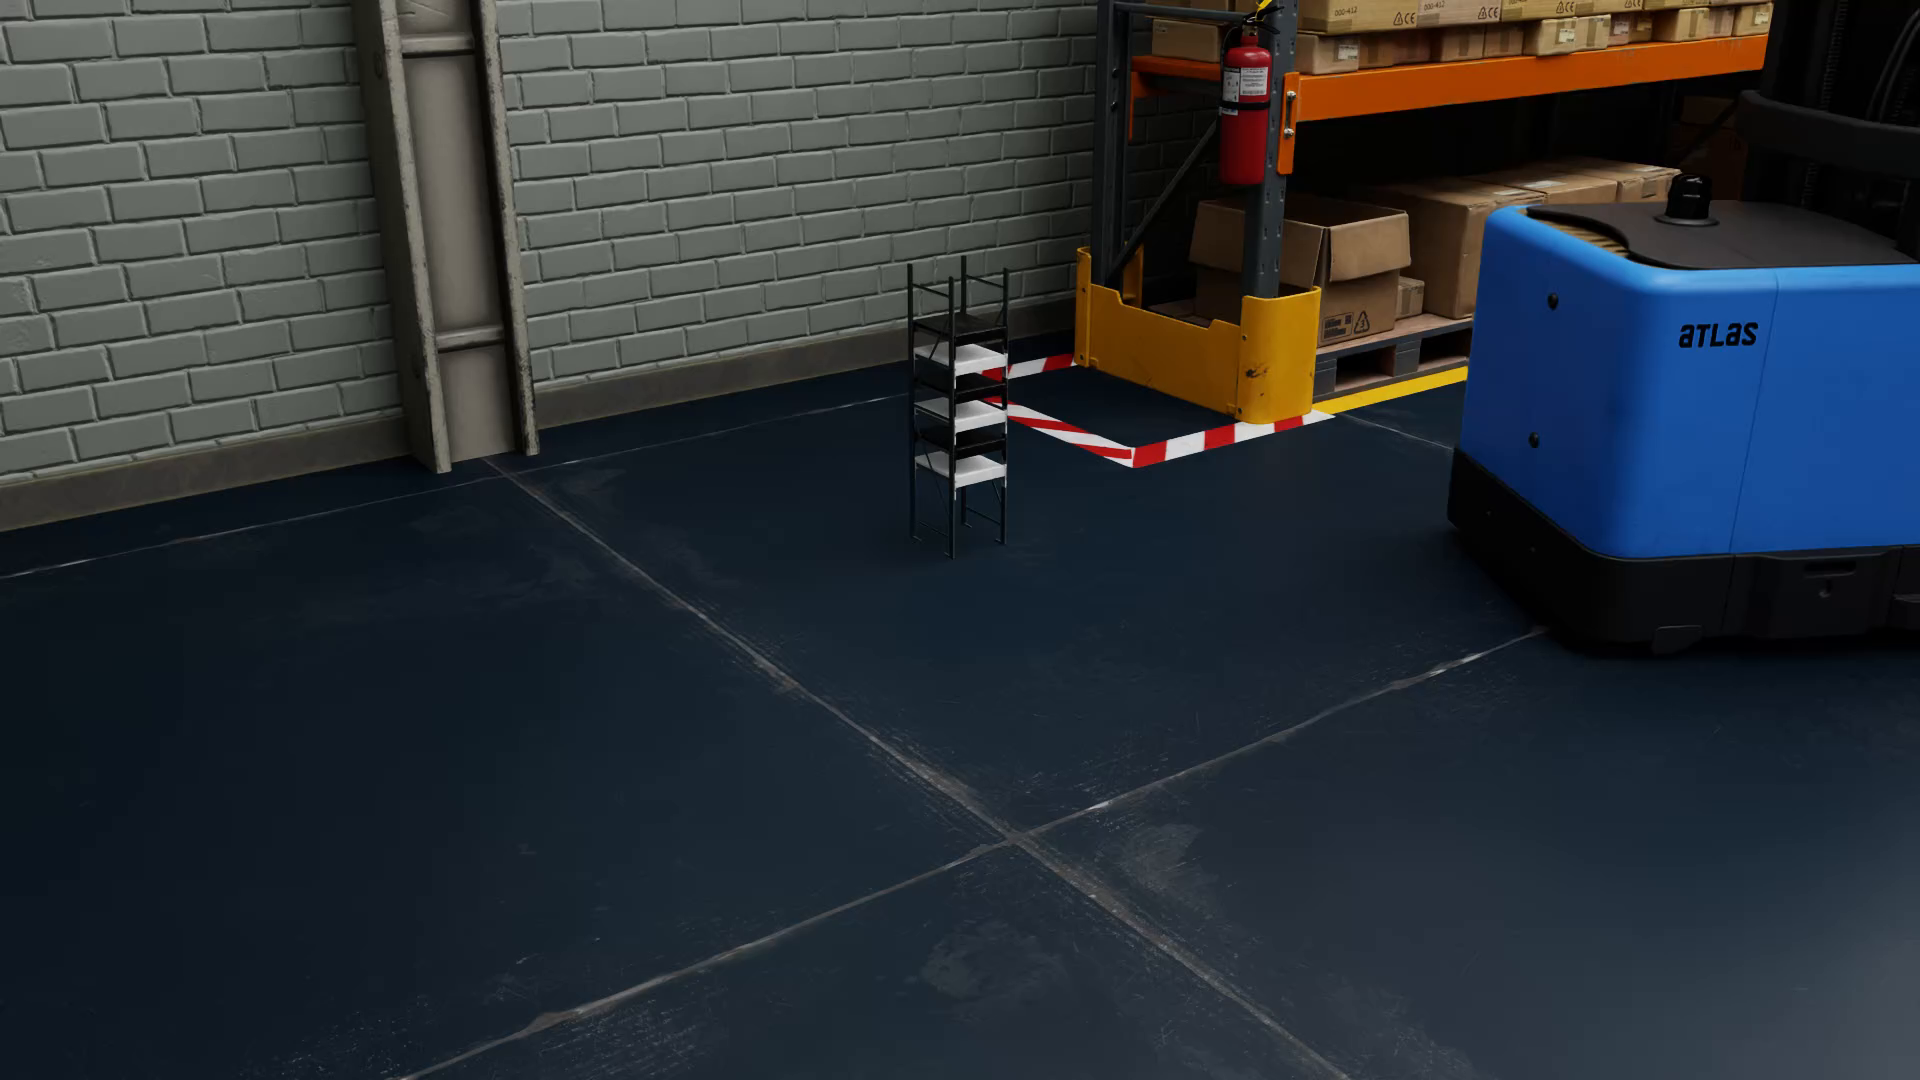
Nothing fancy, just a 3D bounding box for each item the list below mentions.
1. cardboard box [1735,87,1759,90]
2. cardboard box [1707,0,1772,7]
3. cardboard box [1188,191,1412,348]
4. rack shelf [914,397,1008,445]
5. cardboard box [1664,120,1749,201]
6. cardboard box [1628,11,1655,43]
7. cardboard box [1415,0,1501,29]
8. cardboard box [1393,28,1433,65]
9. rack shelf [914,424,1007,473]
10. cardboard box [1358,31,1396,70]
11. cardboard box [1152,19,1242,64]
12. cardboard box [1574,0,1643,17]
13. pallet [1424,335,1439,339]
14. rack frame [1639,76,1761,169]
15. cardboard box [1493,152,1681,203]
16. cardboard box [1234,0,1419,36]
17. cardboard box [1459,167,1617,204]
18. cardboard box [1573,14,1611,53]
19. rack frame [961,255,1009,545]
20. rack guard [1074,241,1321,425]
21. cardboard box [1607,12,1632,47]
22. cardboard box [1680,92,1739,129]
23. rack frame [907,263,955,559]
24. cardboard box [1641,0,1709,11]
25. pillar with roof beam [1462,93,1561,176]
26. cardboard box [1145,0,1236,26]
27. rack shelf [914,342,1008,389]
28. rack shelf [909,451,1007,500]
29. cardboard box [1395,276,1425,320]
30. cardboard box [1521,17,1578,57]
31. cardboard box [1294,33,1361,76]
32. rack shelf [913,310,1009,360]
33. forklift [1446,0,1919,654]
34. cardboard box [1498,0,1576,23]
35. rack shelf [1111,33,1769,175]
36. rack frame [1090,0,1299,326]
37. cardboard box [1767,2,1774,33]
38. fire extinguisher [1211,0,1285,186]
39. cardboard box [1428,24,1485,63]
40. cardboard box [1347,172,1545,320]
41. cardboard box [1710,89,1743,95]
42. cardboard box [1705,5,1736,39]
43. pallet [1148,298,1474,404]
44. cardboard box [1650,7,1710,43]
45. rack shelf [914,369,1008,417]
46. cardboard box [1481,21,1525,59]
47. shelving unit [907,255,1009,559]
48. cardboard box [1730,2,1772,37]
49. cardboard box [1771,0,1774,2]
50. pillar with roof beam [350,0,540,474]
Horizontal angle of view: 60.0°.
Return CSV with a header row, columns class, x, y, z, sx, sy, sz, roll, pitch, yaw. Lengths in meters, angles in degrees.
class,x,y,z,sx,sy,sz,roll,pitch,yaw
cardboard box,4.680,-2.514,9.580,0.250,0.149,0.380,-15,26,-32
cardboard box,3.477,-2.671,7.843,0.500,0.250,0.500,-15,26,-33
cardboard box,1.451,-1.172,7.089,0.637,0.503,0.797,-16,27,-35
rack shelf,-0.007,-0.385,5.238,0.200,0.077,0.258,-15,26,-33
cardboard box,4.372,-2.128,9.488,0.500,0.500,0.500,-15,26,-33
cardboard box,2.945,-2.376,7.642,0.250,0.149,0.380,-14,26,-32
cardboard box,1.834,-2.228,6.733,0.500,0.250,0.500,-15,26,-32
cardboard box,1.699,-2.041,6.803,0.250,0.149,0.380,-15,26,-34
rack shelf,-0.007,-0.302,5.271,0.200,0.077,0.258,-15,26,-33
cardboard box,1.506,-1.974,6.634,0.250,0.149,0.380,-14,26,-32
cardboard box,1.012,-2.069,6.872,0.250,0.149,0.380,-15,26,-33
cardboard box,2.646,-2.455,7.304,0.500,0.250,0.500,-16,27,-34
pallet,2.597,-1.189,8.093,1.213,0.211,1.003,-15,26,-33
rack frame,4.146,-2.899,8.613,0.127,3.000,1.000,-15,26,-33
cardboard box,3.011,-1.569,8.087,0.500,0.500,0.700,-16,27,-35
cardboard box,1.425,-2.118,6.459,0.500,0.250,0.500,-15,26,-33
cardboard box,2.655,-1.428,7.735,0.500,0.500,0.500,-14,26,-32
cardboard box,2.603,-2.232,7.281,0.250,0.149,0.380,-14,26,-32
rack frame,0.076,-0.438,5.280,0.006,0.900,0.240,-15,26,-33
rack guard,0.961,-0.888,6.948,0.348,0.500,1.175,-15,26,-33
cardboard box,2.772,-2.308,7.473,0.250,0.149,0.380,-15,26,-33
cardboard box,4.277,-2.400,9.295,0.250,0.149,0.380,-16,27,-35
rack frame,-0.089,-0.394,5.170,0.006,0.900,0.240,-15,26,-33
cardboard box,3.065,-2.567,7.582,0.500,0.250,0.500,-15,26,-33
pillar with roof beam,5.569,-4.510,4.557,0.400,9.000,9.100,-15,26,-33
cardboard box,1.118,-2.281,6.866,0.500,0.250,0.500,-14,26,-31
rack shelf,-0.007,-0.552,5.171,0.200,0.077,0.258,-15,26,-33
rack shelf,-0.007,-0.218,5.304,0.200,0.077,0.258,-15,26,-33
cardboard box,1.819,-1.088,7.355,0.250,0.149,0.380,-16,27,-35
cardboard box,2.401,-2.169,7.123,0.250,0.149,0.380,-16,27,-34
cardboard box,1.326,-1.905,6.461,0.250,0.149,0.380,-15,26,-33
rack shelf,-0.007,-0.636,5.137,0.200,0.077,0.258,-15,26,-33
forklift,3.132,-1.278,4.644,3.031,2.935,1.130,-3,22,-7
cardboard box,2.244,-2.338,7.010,0.500,0.250,0.500,-16,26,-34
rack shelf,2.523,-2.132,7.662,4.000,0.370,1.077,-15,26,-33
rack frame,0.899,-2.033,6.443,0.127,3.000,1.000,-15,26,-33
cardboard box,3.836,-2.574,8.139,0.250,0.149,0.380,-14,26,-31
fire extinguisher,1.050,-1.653,6.099,0.183,0.674,0.296,-15,26,-33
cardboard box,1.940,-2.077,6.894,0.250,0.149,0.380,-14,26,-31
cardboard box,2.168,-1.344,7.523,0.500,0.500,0.700,-14,26,-31
cardboard box,4.487,-2.459,9.442,0.250,0.149,0.380,-15,26,-33
cardboard box,3.411,-2.462,7.858,0.250,0.149,0.380,-14,26,-31
pallet,1.608,-0.927,7.435,1.213,0.211,1.003,-15,26,-33
cardboard box,3.220,-2.398,7.698,0.250,0.149,0.380,-15,26,-34
rack shelf,-0.007,-0.469,5.204,0.200,0.077,0.258,-15,26,-33
cardboard box,2.152,-2.137,7.042,0.250,0.149,0.380,-14,26,-32
shelving unit,-0.007,-0.416,5.225,0.210,0.900,0.258,-15,26,-33
cardboard box,3.640,-2.511,7.979,0.250,0.149,0.380,-14,26,-31
cardboard box,3.875,-2.784,8.126,0.500,0.250,0.500,-14,26,-32
pillar with roof beam,0.699,-3.212,1.303,0.400,9.000,9.100,-15,26,-33
